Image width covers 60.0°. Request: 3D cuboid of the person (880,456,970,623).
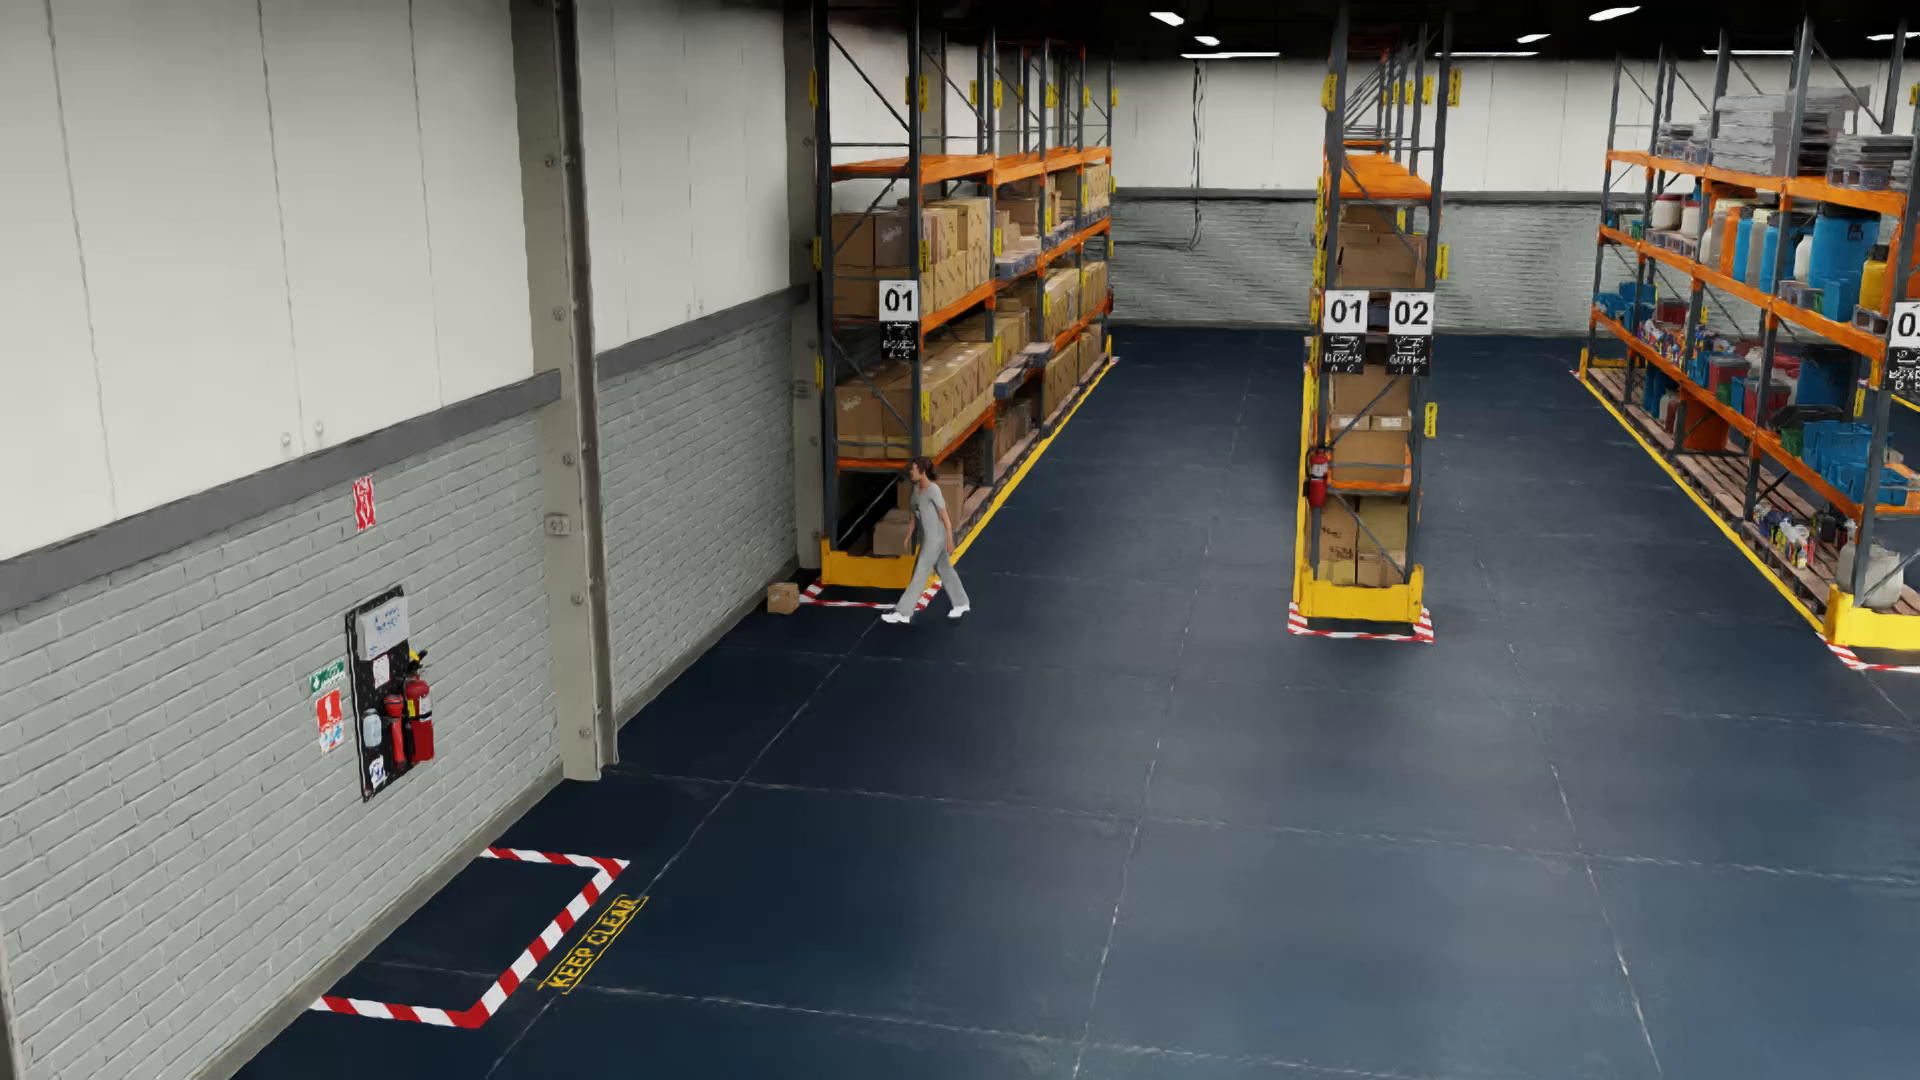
[{"bbox_3d":[-0.335,-0.016,16.069,0.953,1.619,0.470,-4,15,-14],"label":"person"}]
